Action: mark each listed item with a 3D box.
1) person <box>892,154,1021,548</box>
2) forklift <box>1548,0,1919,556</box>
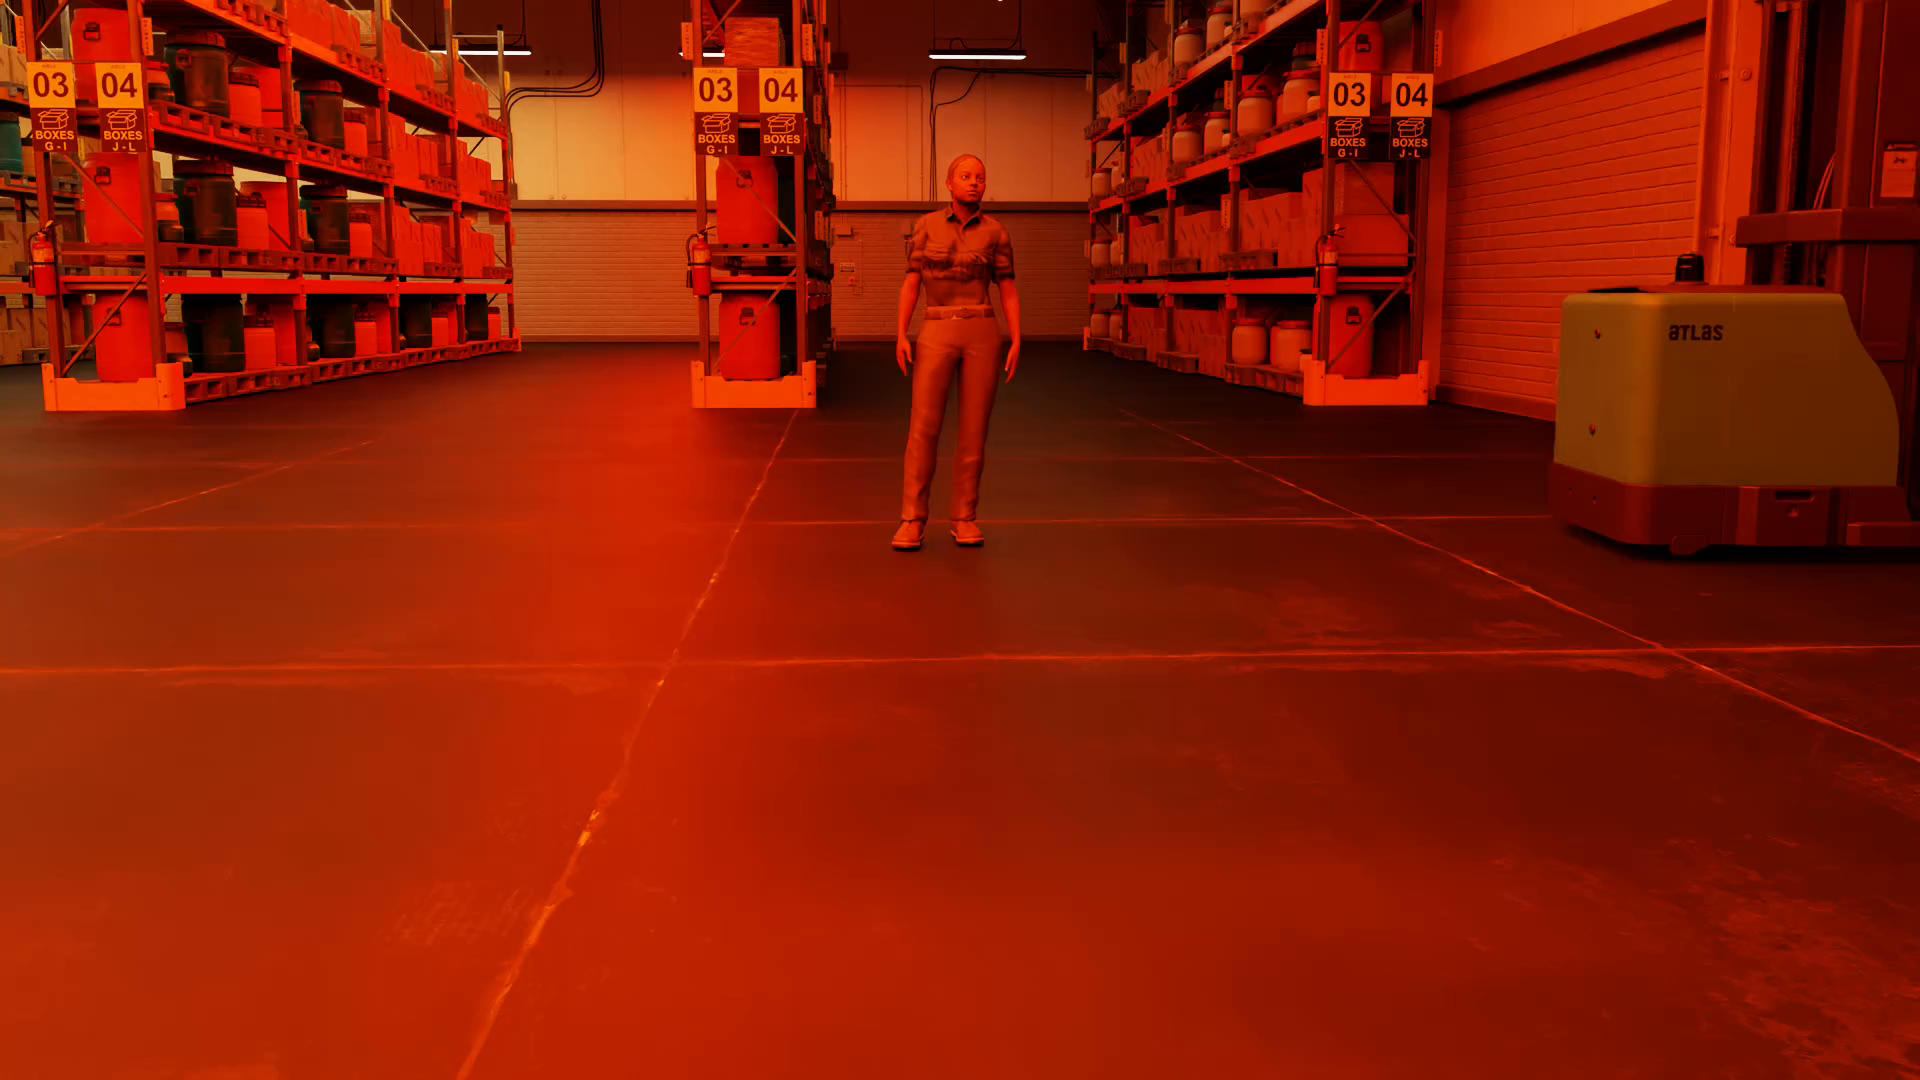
[{"bbox_3d":[-0.015,-0.813,7.099,0.569,1.656,0.503,-1,8,-4],"label":"person"},{"bbox_3d":[4.202,-1.431,6.966,3.031,2.935,1.130,0,8,1],"label":"forklift"}]
